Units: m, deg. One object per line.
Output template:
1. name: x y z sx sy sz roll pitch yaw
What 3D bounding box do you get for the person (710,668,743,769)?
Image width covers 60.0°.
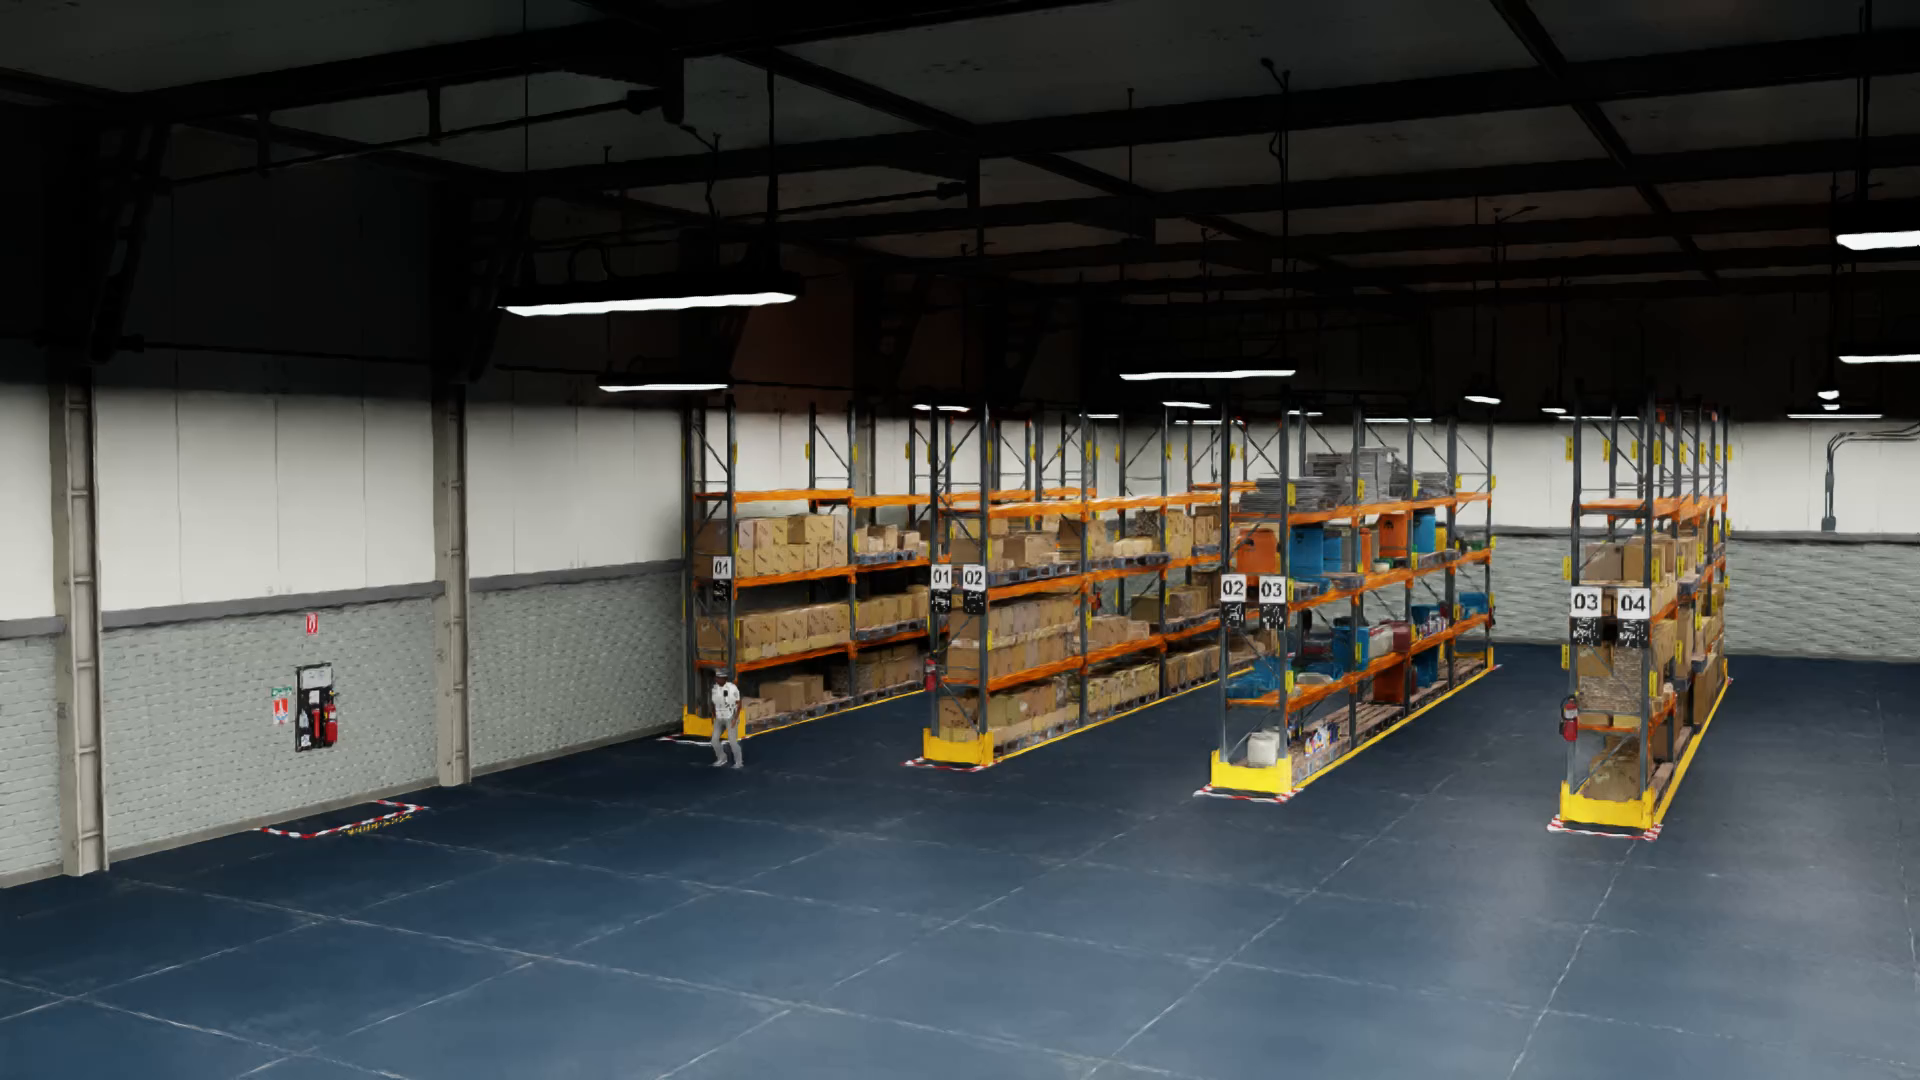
1. person: -3.701 2.812 26.306 0.592 1.625 0.531 1 3 26

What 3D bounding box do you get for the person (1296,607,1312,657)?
1. person: 8.015 2.092 38.739 0.389 1.720 0.624 1 3 22
